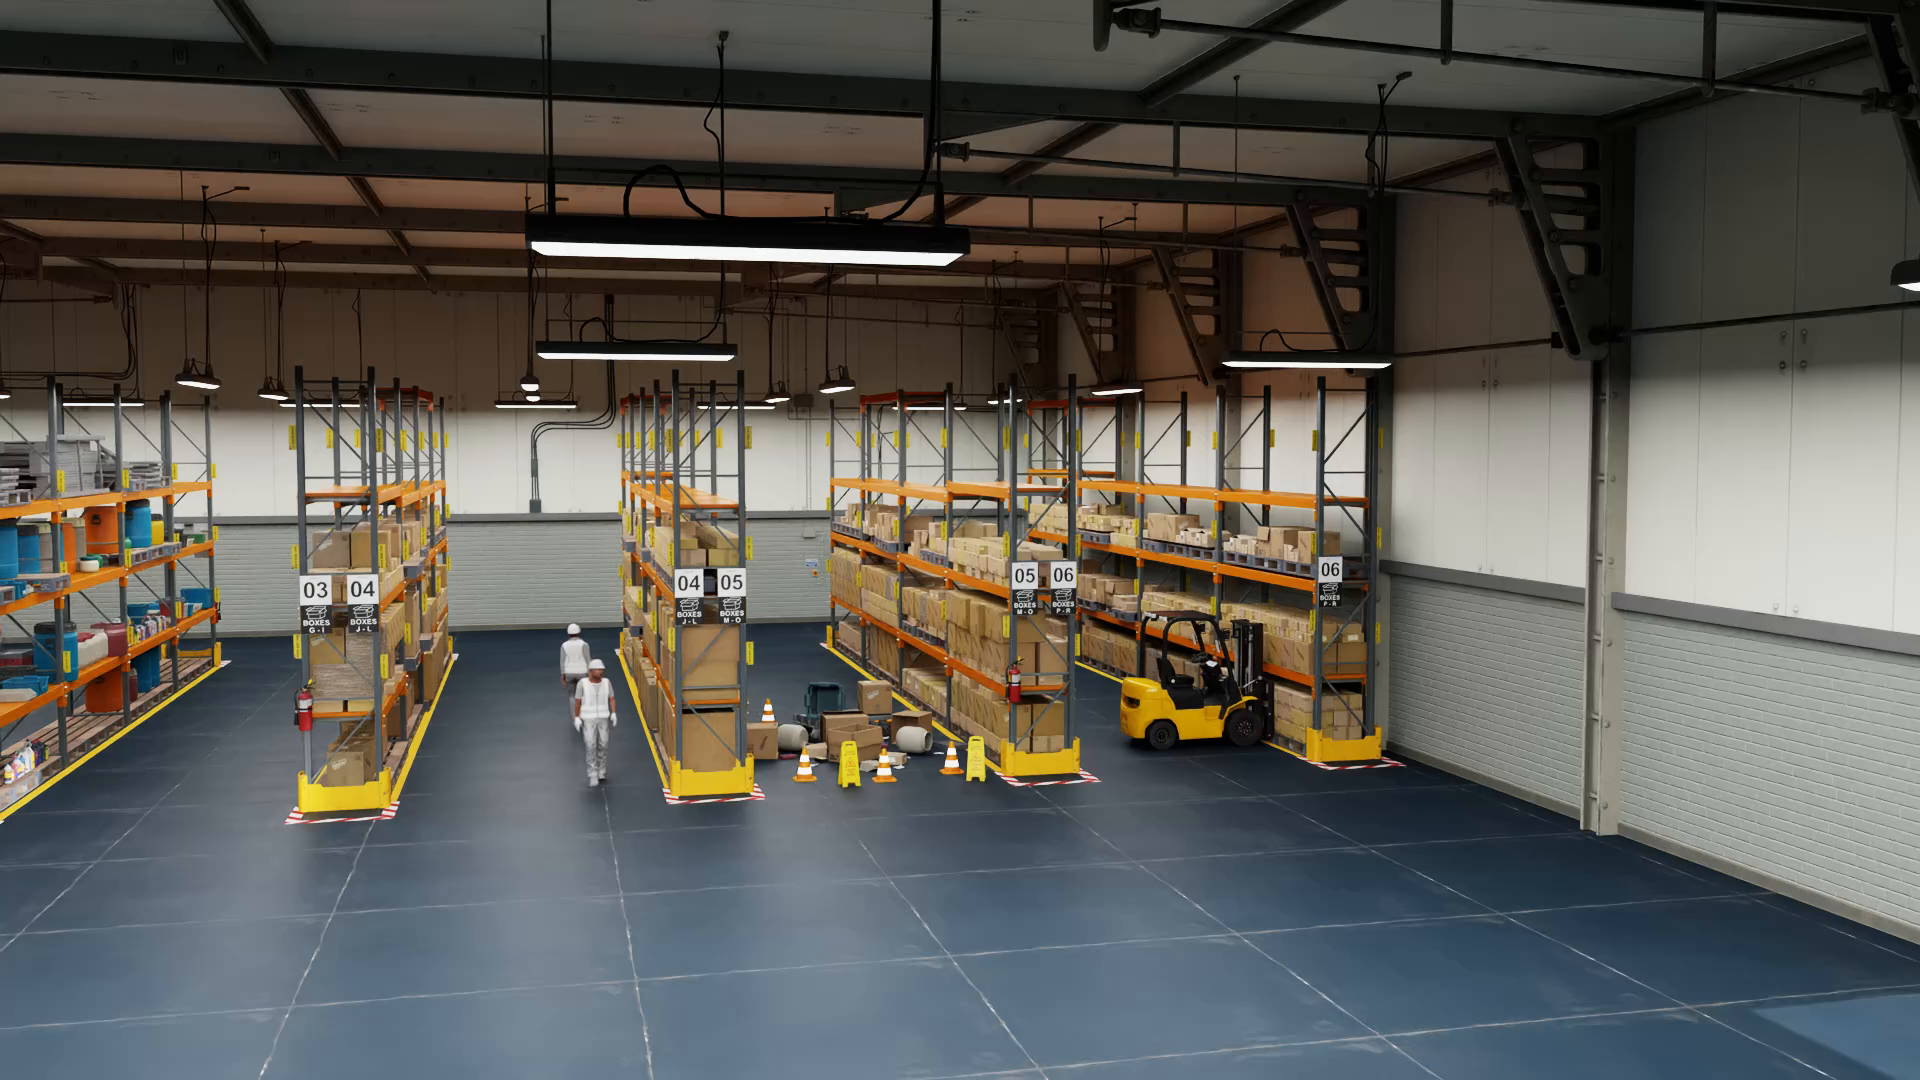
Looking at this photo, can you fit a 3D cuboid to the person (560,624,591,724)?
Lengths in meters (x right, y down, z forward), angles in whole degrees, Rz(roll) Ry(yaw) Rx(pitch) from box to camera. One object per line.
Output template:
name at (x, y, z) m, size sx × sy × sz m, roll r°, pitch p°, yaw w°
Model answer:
person at (-6.777, 2.367, 29.345) m, size 0.572 × 1.768 × 0.513 m, roll 0°, pitch 3°, yaw 2°

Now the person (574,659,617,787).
person at (-5.304, 2.667, 24.390) m, size 0.576 × 1.801 × 0.684 m, roll -2°, pitch 4°, yaw -29°
